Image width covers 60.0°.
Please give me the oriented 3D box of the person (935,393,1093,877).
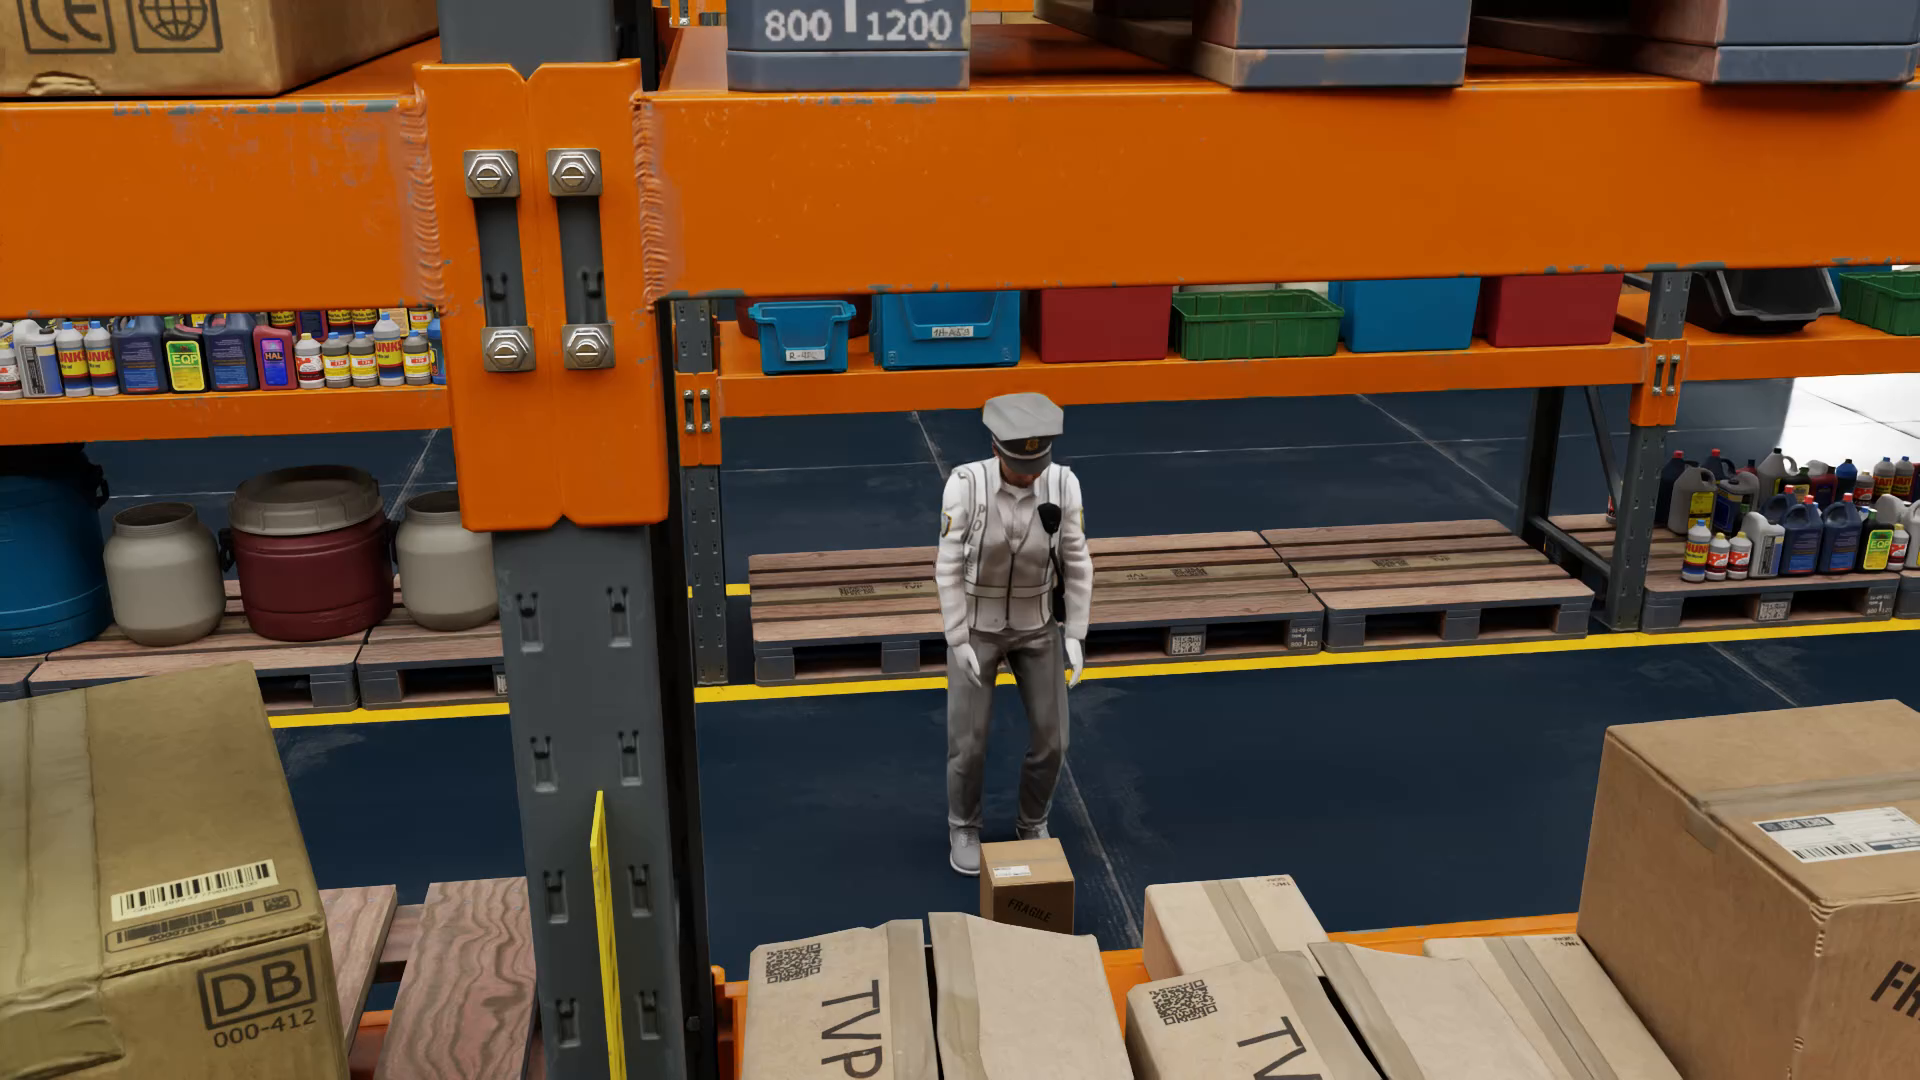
[{"bbox_3d":[0.174,0.312,5.313,0.504,1.616,0.465,-2,20,-6],"label":"person"}]
